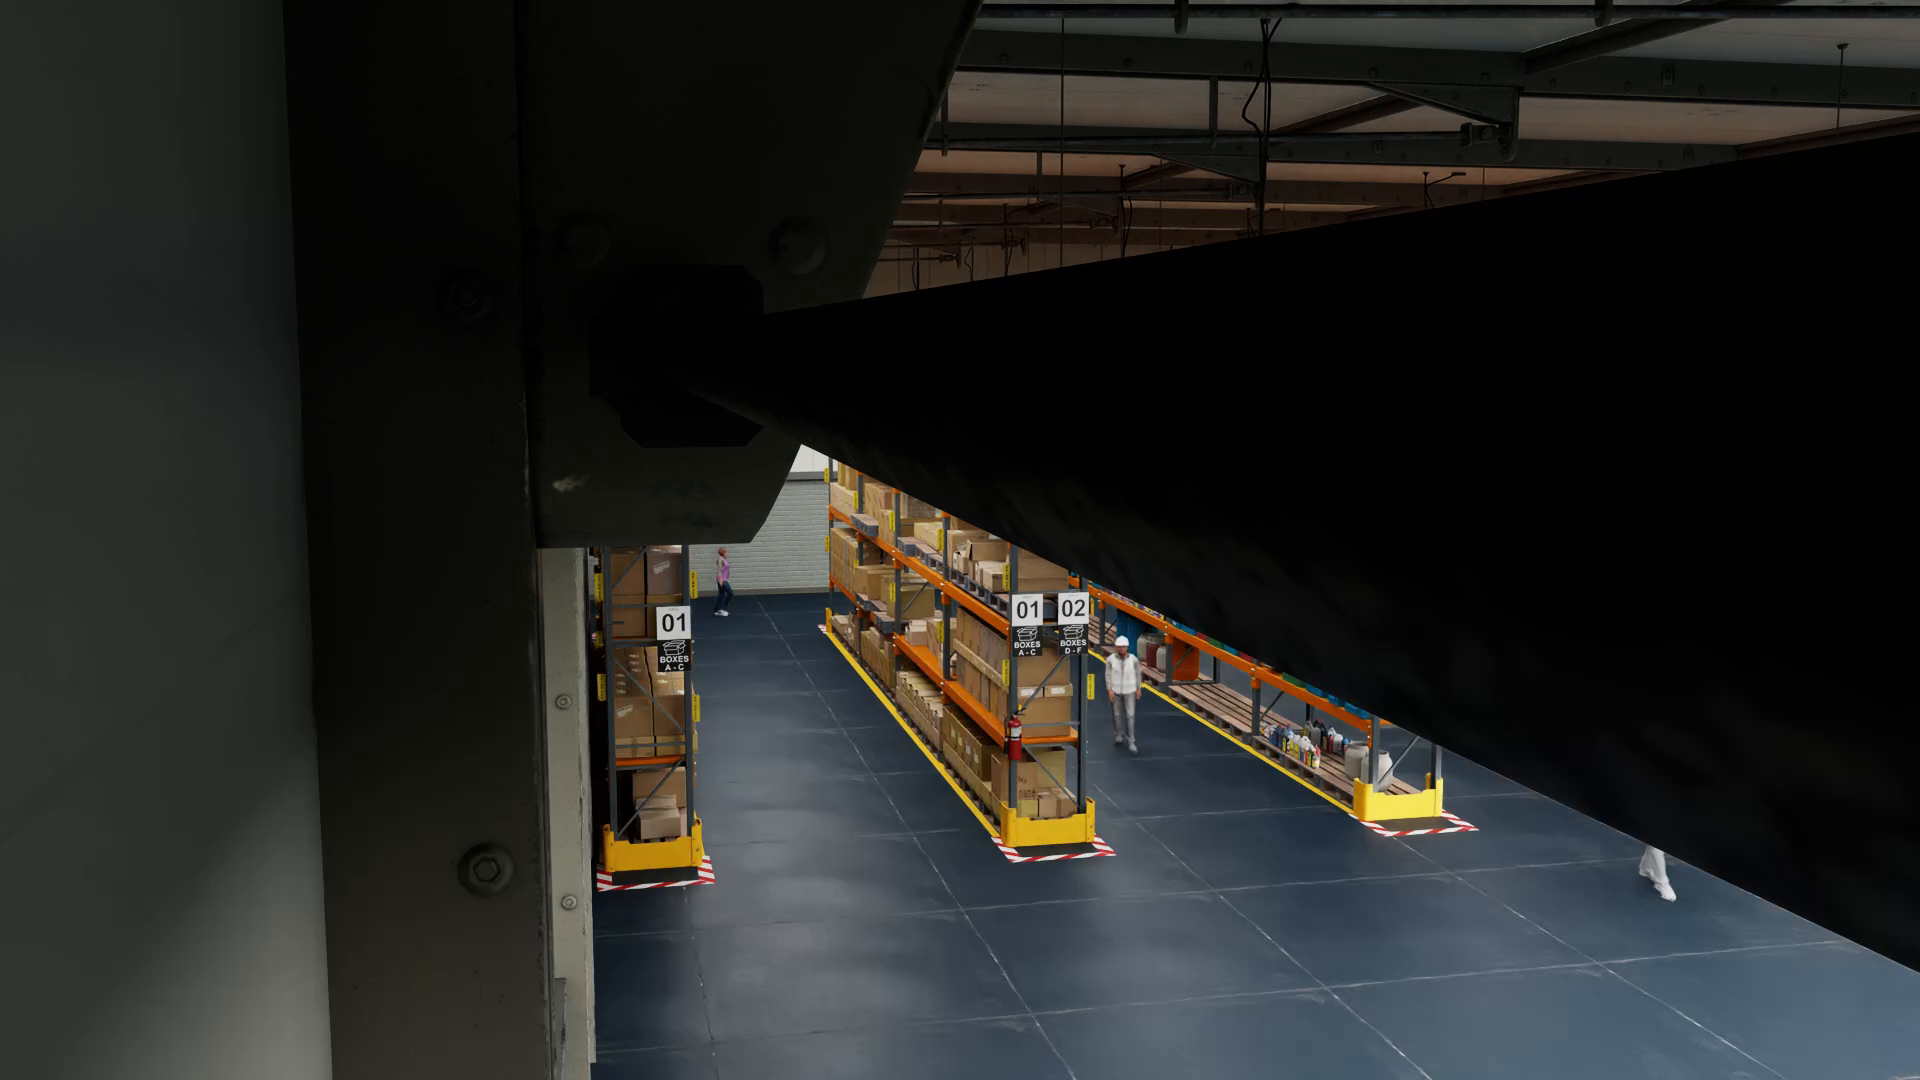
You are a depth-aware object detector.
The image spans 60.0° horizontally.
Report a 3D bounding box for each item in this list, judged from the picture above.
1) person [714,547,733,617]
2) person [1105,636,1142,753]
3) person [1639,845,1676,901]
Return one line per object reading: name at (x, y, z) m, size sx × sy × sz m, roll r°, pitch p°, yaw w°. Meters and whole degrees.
person at (-5.492, 0.970, 38.536) m, size 0.448 × 1.625 × 0.429 m, roll -1°, pitch 7°, yaw -11°
person at (2.543, 2.366, 25.995) m, size 0.566 × 1.741 × 0.902 m, roll 1°, pitch 7°, yaw 10°
person at (8.104, 3.180, 19.243) m, size 0.596 × 1.792 × 0.868 m, roll -1°, pitch 7°, yaw -9°
